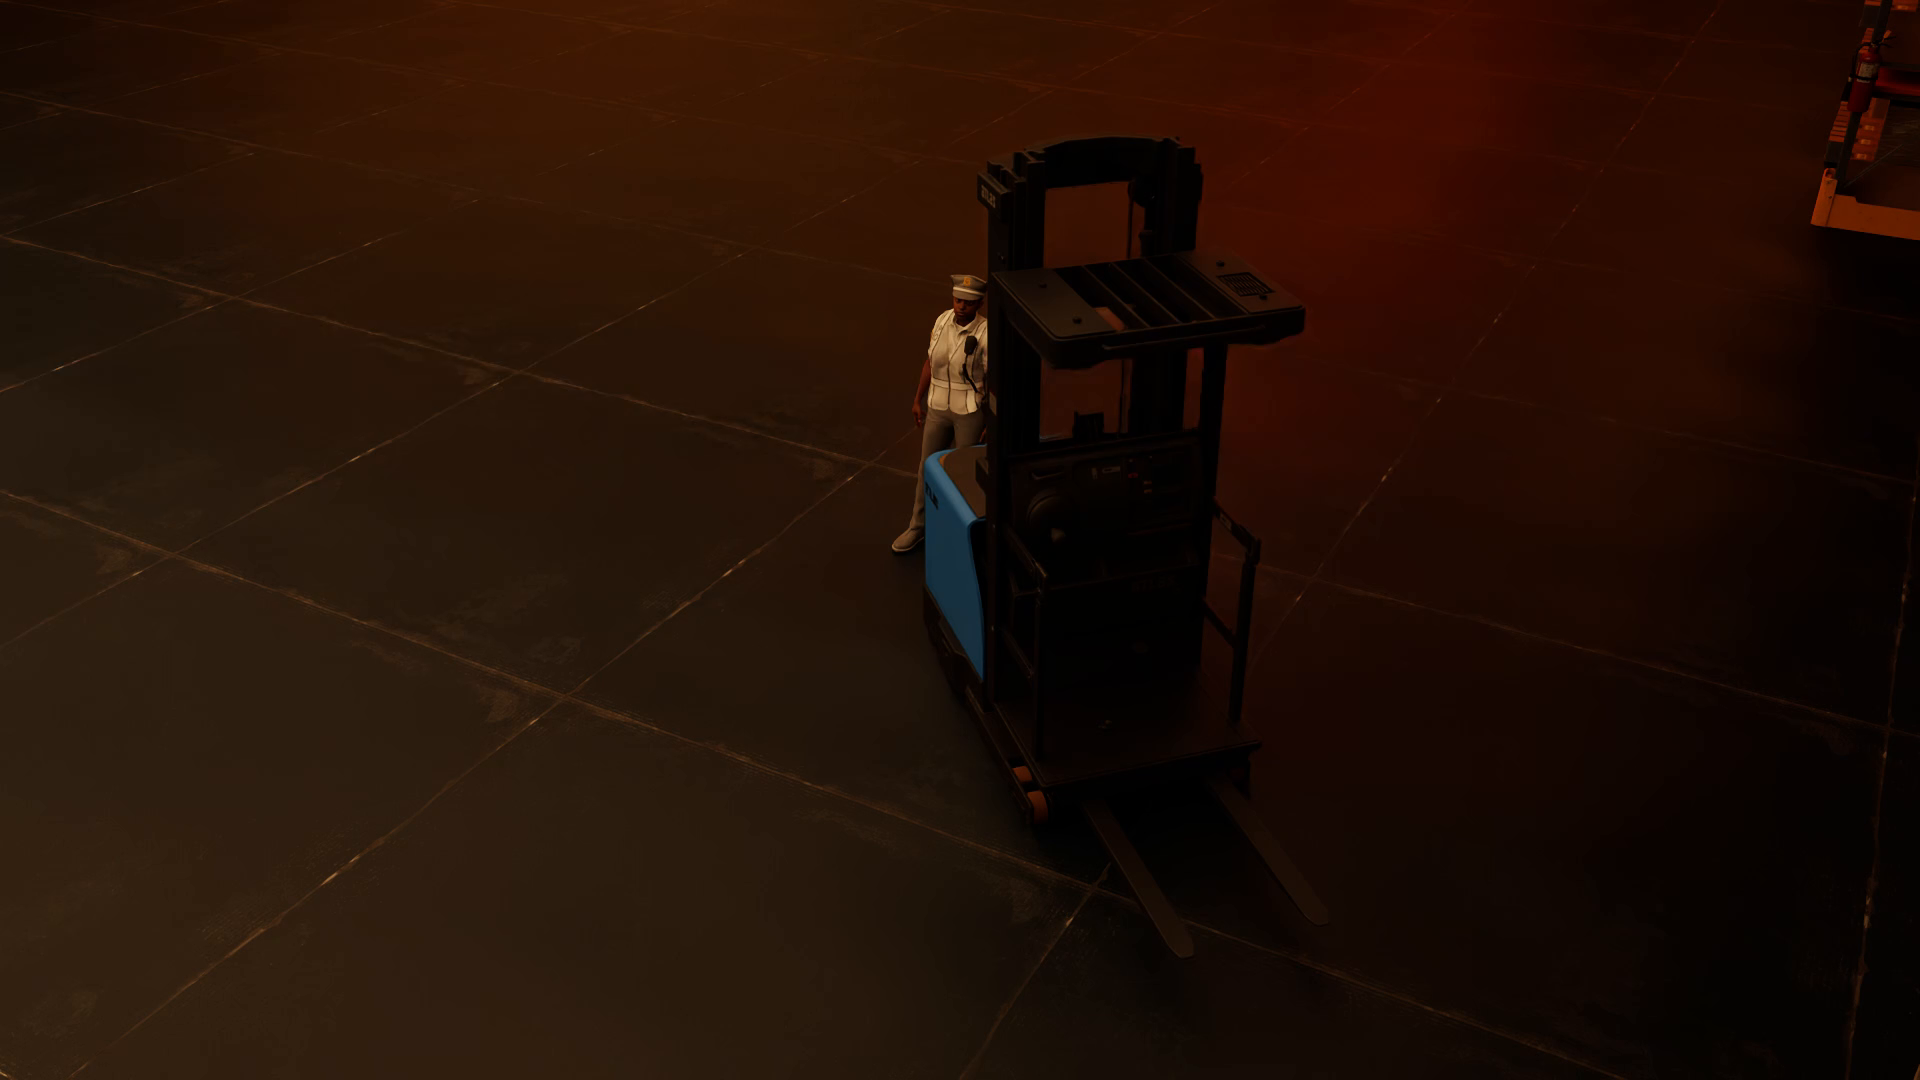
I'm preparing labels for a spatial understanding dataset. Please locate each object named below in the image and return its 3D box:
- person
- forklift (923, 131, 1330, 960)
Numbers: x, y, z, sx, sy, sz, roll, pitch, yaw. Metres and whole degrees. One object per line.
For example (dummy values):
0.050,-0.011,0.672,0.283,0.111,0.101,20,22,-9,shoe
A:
-0.054,-0.712,9.527,0.570,1.697,0.528,15,33,25,person
0.737,-0.170,7.366,1.130,2.935,3.031,-9,31,-16,forklift
